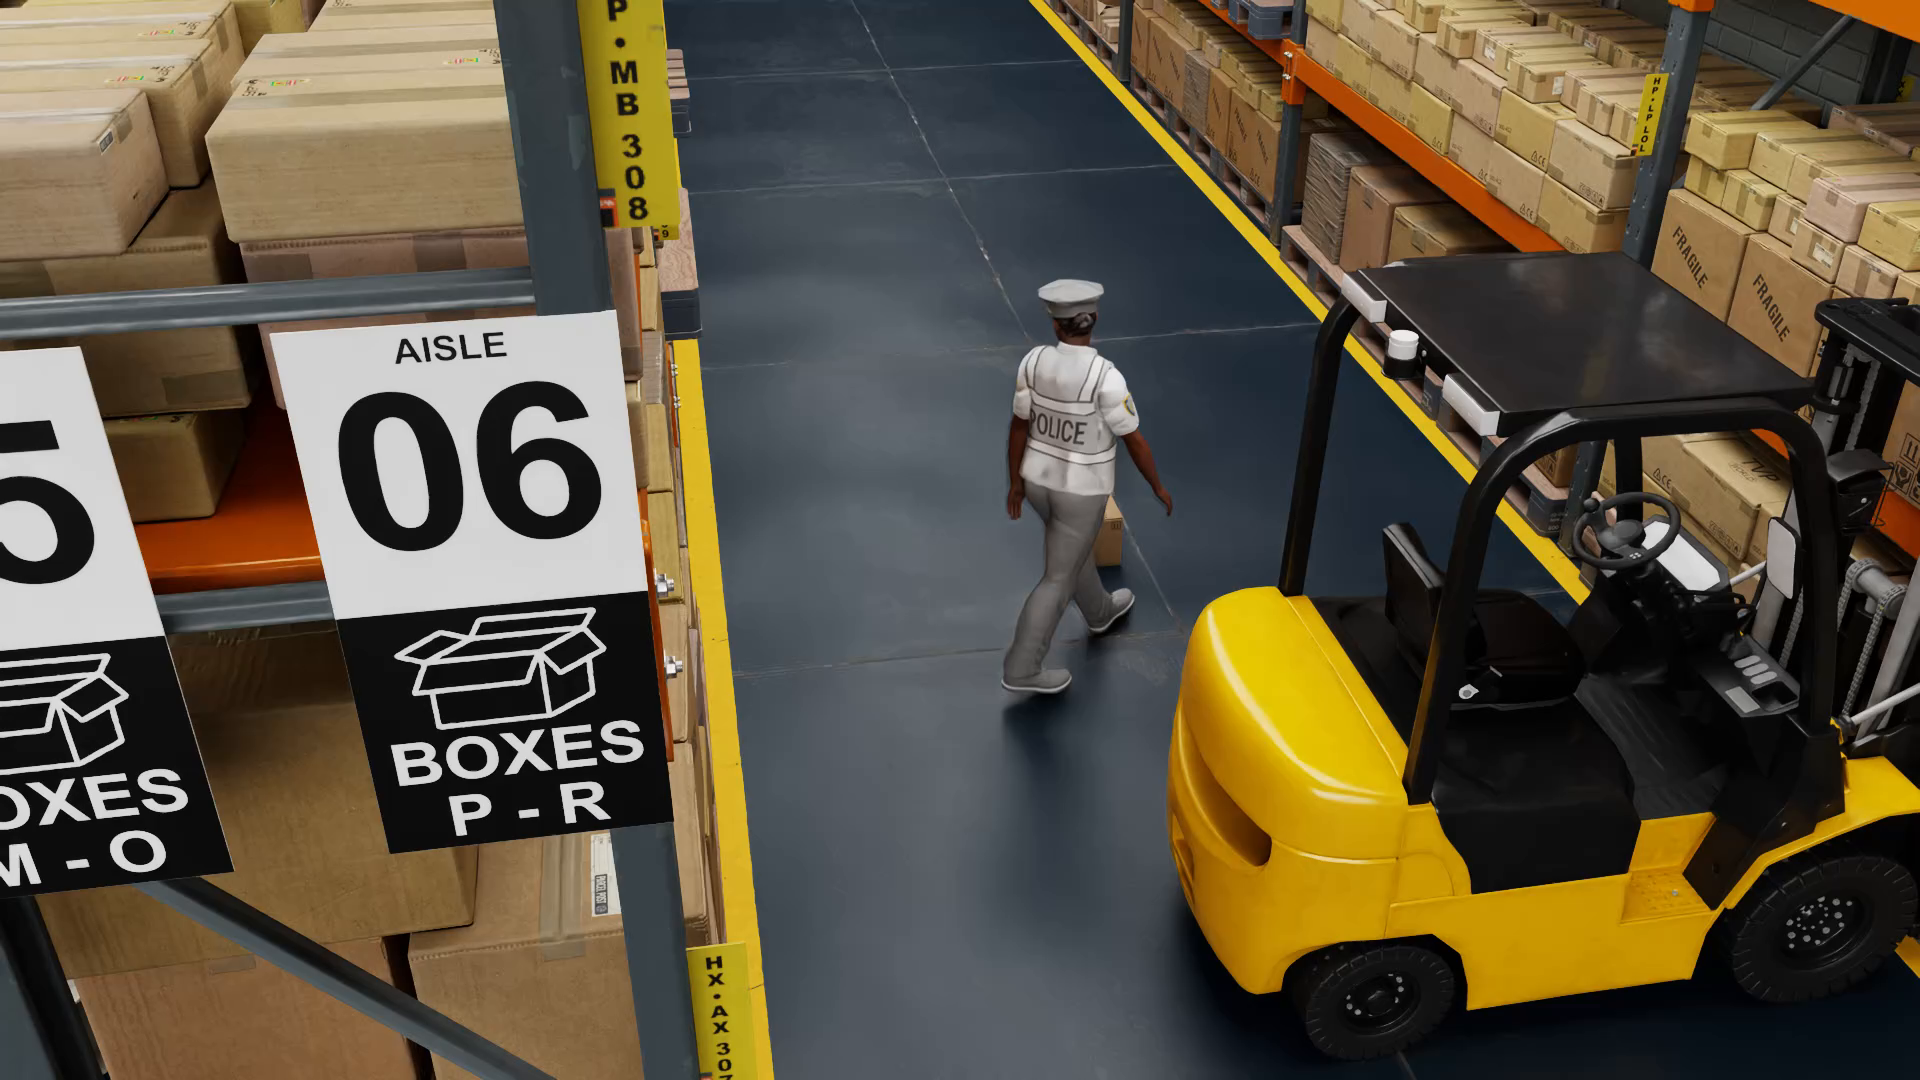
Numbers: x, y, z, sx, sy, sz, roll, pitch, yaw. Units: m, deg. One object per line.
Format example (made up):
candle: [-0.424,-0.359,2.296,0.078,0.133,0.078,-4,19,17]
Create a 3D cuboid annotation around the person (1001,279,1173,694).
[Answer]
person: [0.500,-0.216,6.480,0.544,1.608,0.880,27,40,37]
